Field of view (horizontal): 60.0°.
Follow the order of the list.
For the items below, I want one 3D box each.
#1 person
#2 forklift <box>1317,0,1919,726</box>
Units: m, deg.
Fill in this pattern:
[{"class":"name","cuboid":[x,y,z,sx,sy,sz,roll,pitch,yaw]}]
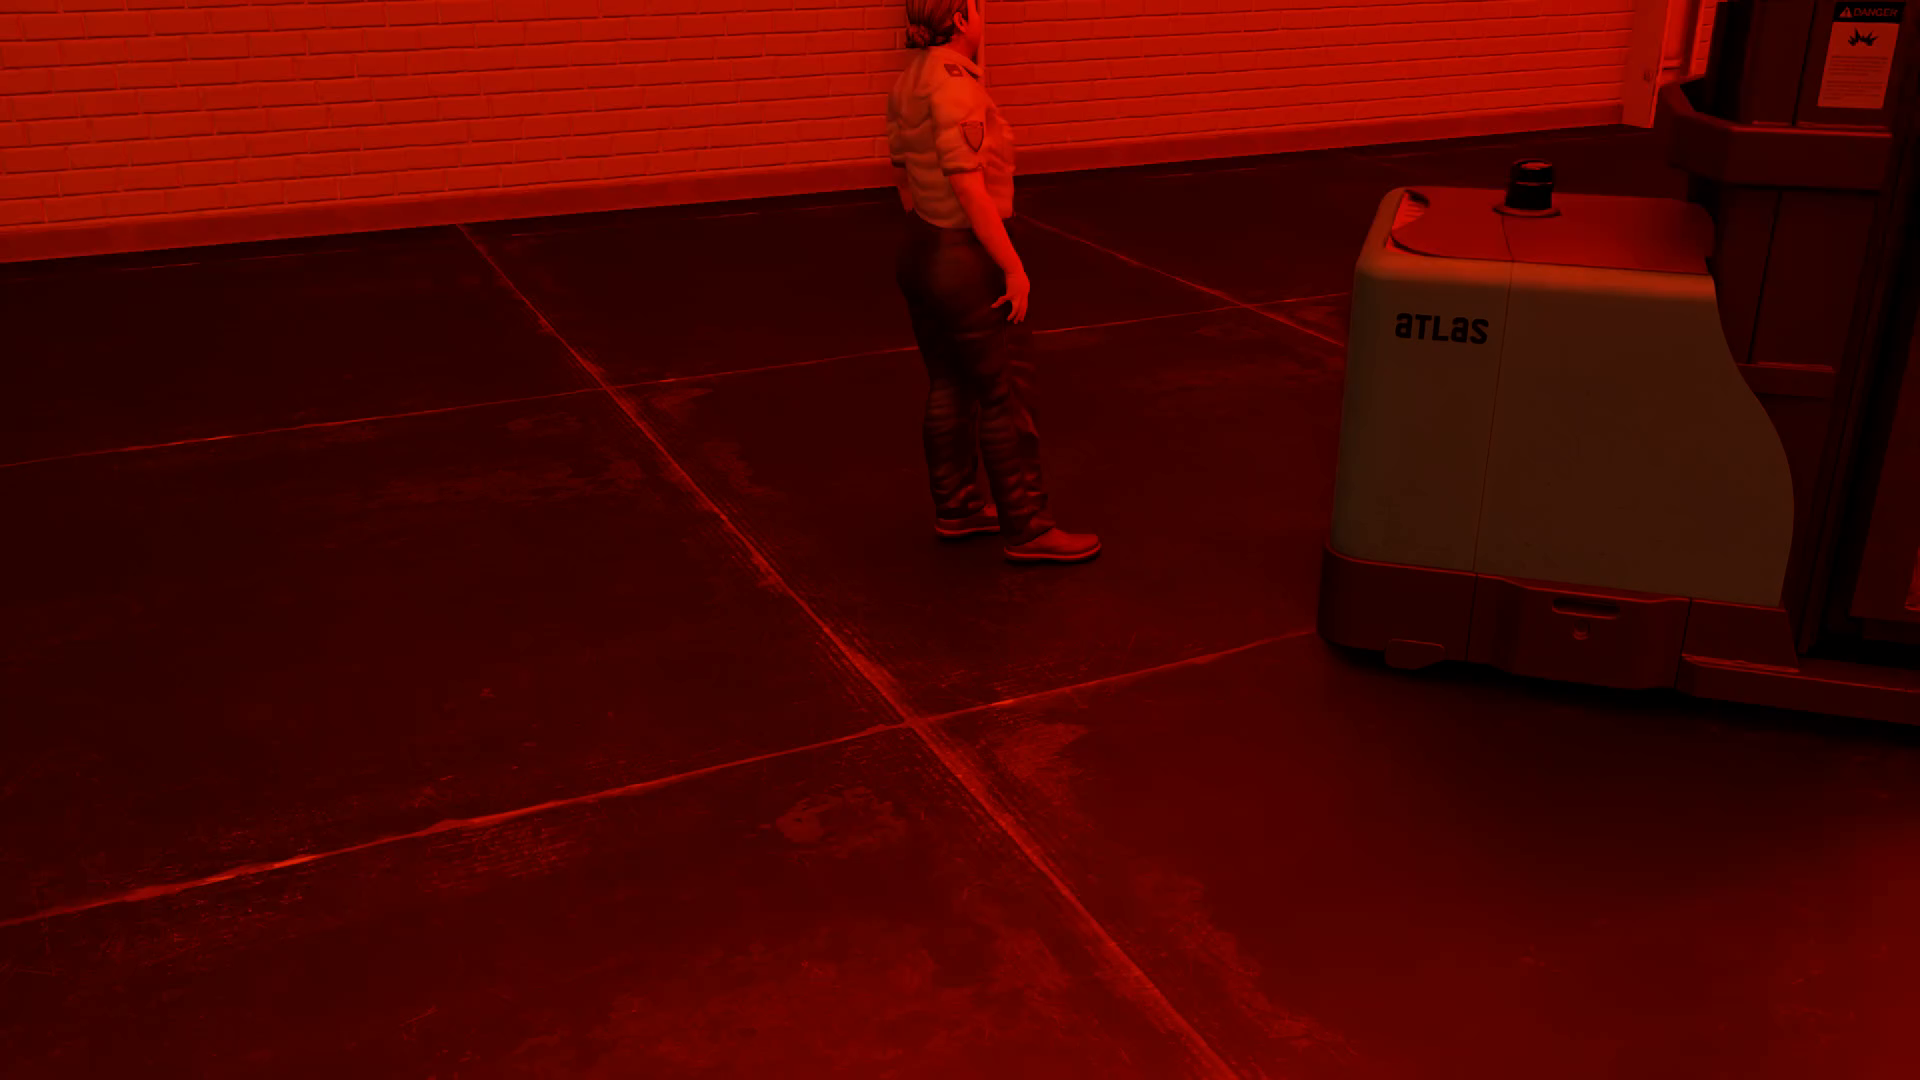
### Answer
[{"class":"person","cuboid":[0.091,-0.774,4.804,0.502,1.651,0.598,-10,25,-23]},{"class":"forklift","cuboid":[2.510,-1.042,3.794,3.031,2.935,1.130,7,24,16]}]
